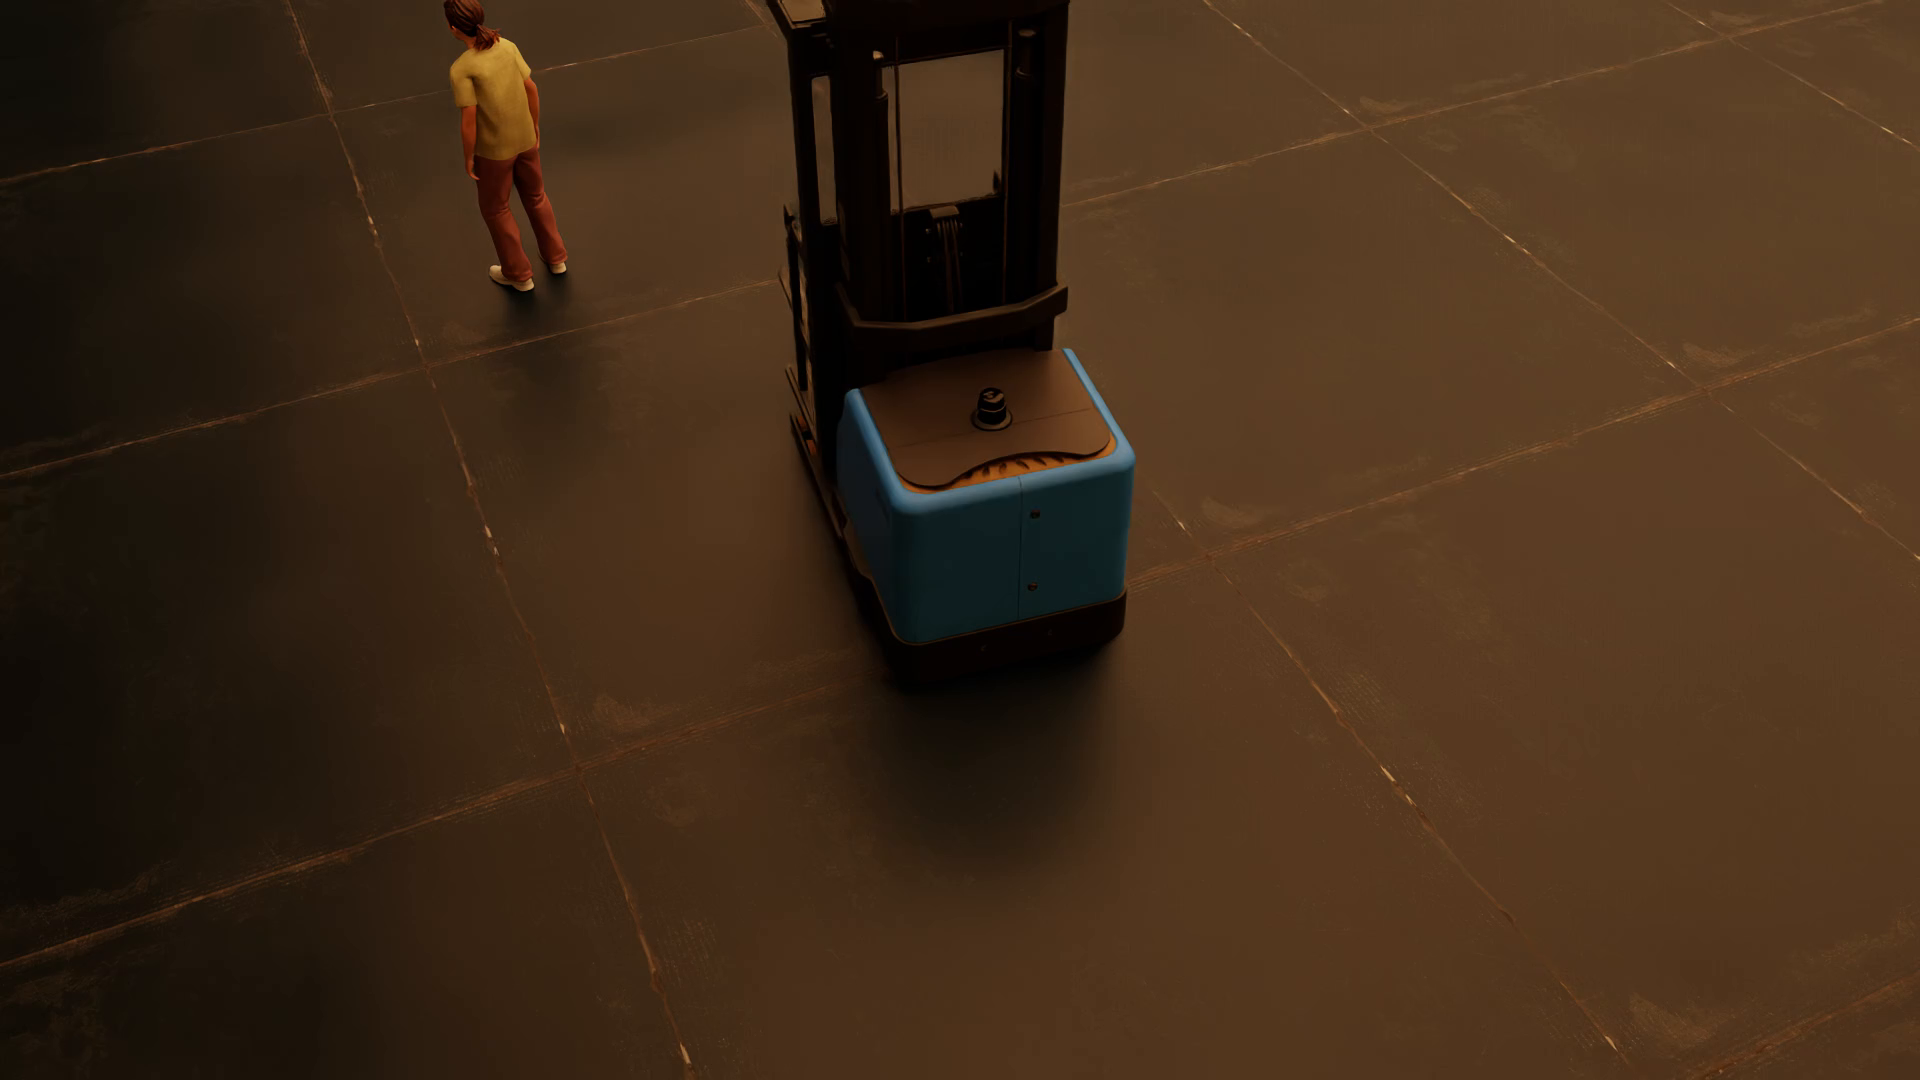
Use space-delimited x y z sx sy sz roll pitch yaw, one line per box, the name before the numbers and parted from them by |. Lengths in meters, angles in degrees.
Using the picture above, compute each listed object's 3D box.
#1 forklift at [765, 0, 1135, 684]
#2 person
forklift | -0.211 -1.481 7.267 1.130 2.935 3.031 -12 44 -13
person | -2.443 -2.106 8.861 0.365 1.671 0.515 30 51 28
